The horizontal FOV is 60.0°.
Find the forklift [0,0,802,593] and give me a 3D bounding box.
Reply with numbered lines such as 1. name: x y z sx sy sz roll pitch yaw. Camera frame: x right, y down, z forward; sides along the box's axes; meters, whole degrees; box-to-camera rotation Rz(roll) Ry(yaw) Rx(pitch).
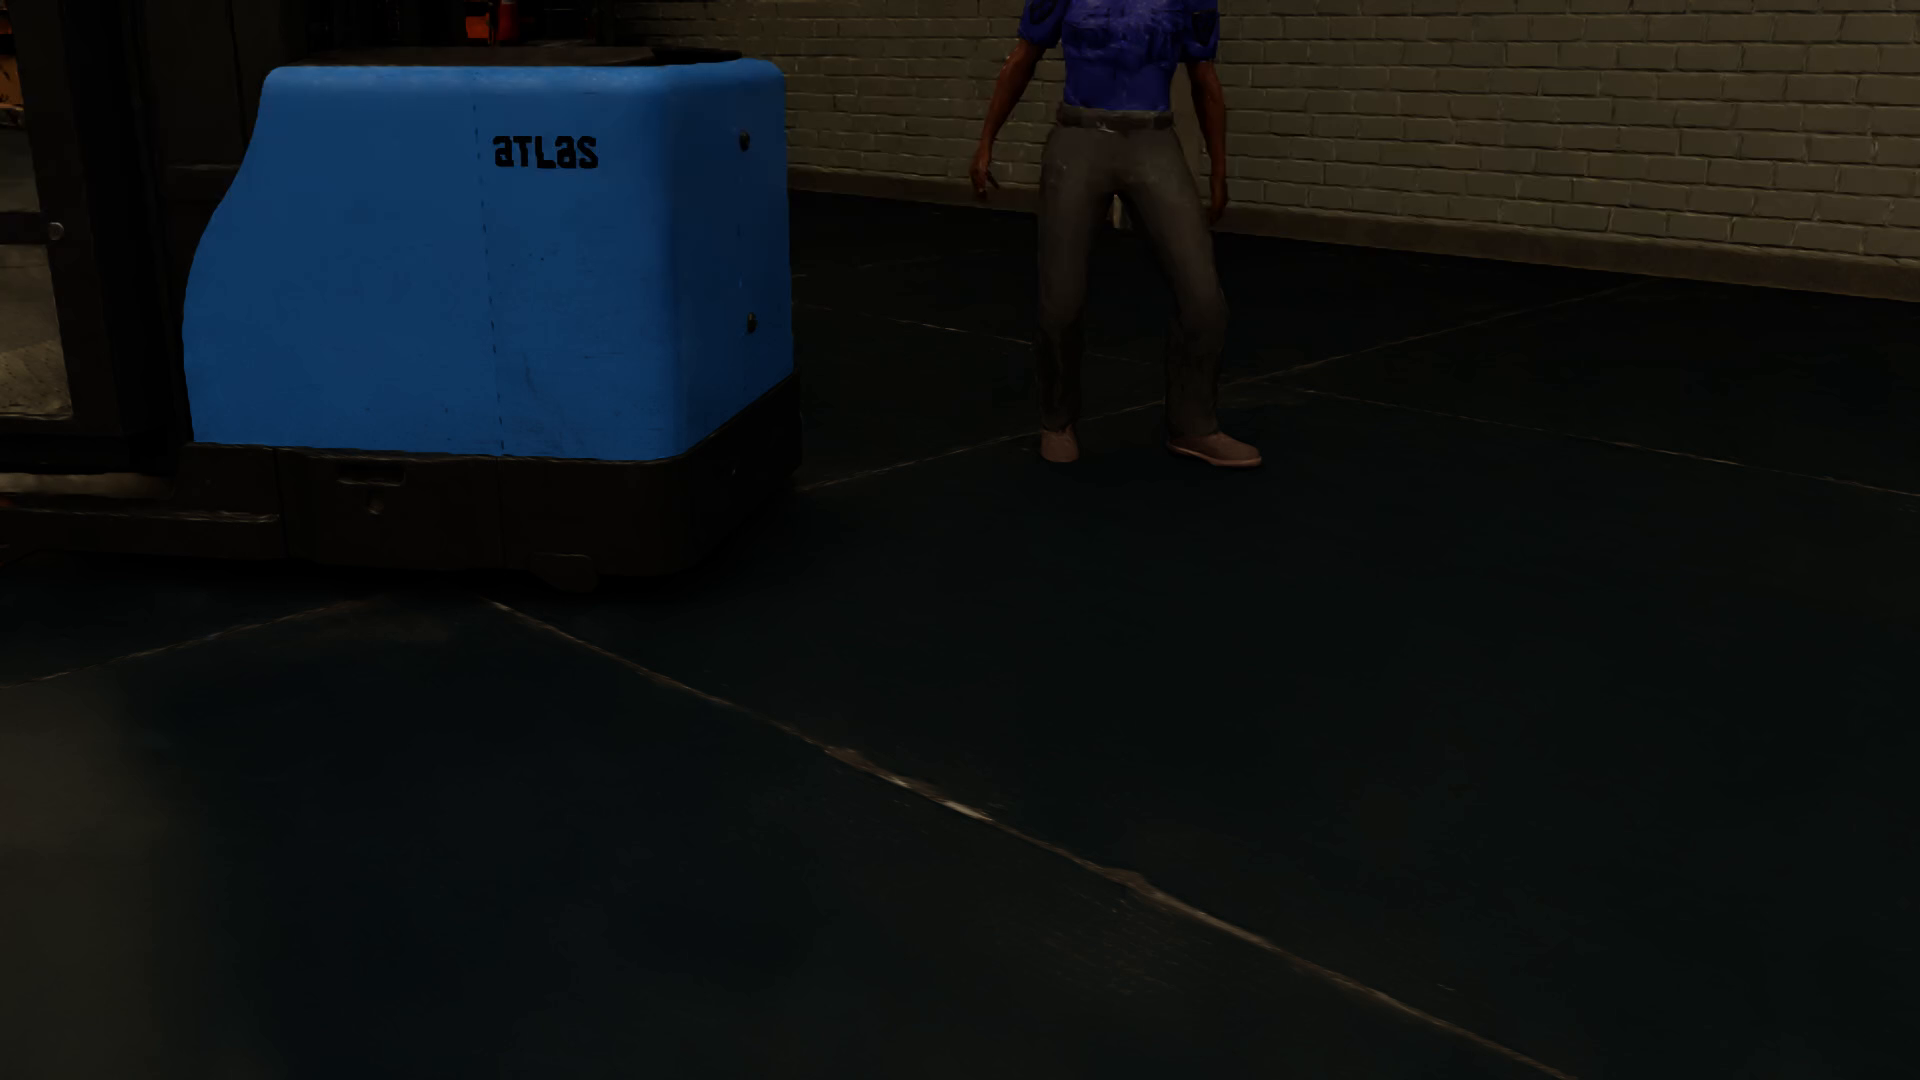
1. forklift: -1.974 -1.479 3.715 3.031 2.935 1.130 3 17 9

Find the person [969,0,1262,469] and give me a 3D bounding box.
1. person: 0.427 -0.982 4.424 0.812 1.634 0.408 2 17 5
